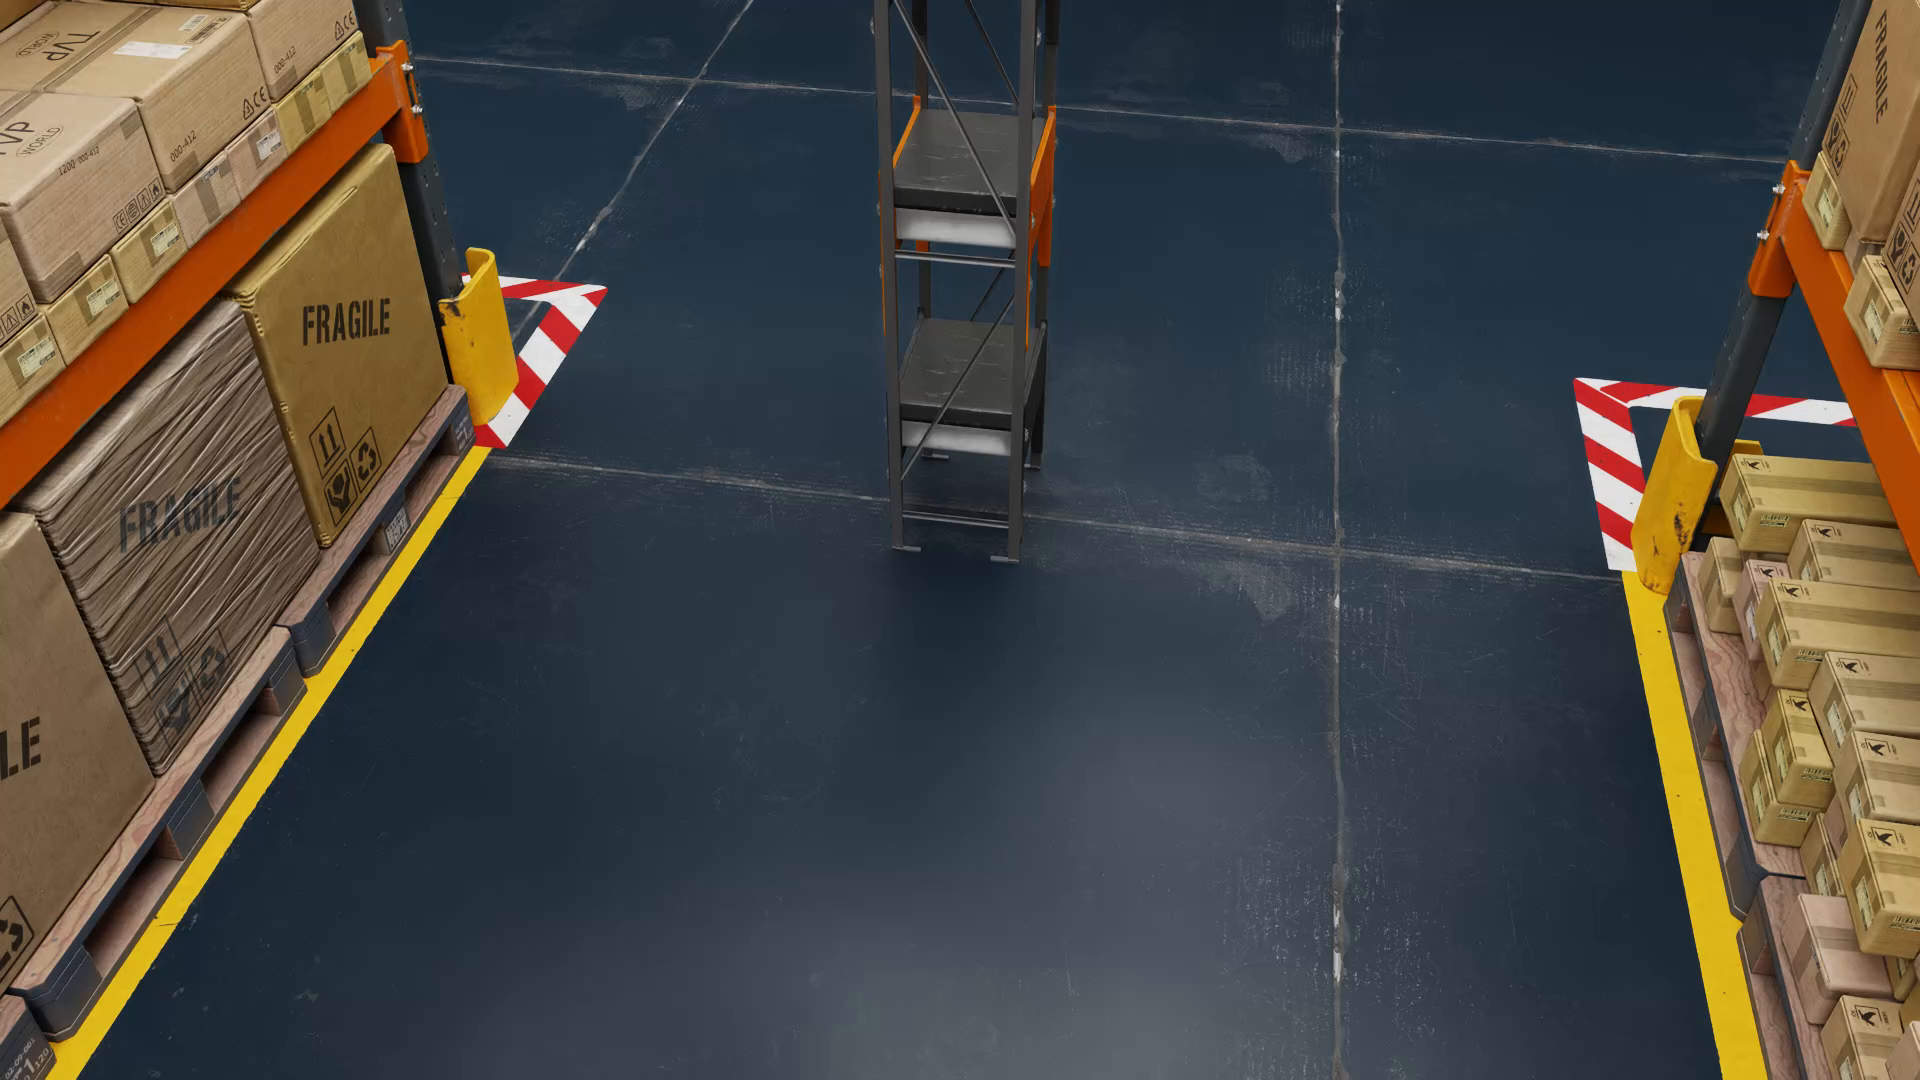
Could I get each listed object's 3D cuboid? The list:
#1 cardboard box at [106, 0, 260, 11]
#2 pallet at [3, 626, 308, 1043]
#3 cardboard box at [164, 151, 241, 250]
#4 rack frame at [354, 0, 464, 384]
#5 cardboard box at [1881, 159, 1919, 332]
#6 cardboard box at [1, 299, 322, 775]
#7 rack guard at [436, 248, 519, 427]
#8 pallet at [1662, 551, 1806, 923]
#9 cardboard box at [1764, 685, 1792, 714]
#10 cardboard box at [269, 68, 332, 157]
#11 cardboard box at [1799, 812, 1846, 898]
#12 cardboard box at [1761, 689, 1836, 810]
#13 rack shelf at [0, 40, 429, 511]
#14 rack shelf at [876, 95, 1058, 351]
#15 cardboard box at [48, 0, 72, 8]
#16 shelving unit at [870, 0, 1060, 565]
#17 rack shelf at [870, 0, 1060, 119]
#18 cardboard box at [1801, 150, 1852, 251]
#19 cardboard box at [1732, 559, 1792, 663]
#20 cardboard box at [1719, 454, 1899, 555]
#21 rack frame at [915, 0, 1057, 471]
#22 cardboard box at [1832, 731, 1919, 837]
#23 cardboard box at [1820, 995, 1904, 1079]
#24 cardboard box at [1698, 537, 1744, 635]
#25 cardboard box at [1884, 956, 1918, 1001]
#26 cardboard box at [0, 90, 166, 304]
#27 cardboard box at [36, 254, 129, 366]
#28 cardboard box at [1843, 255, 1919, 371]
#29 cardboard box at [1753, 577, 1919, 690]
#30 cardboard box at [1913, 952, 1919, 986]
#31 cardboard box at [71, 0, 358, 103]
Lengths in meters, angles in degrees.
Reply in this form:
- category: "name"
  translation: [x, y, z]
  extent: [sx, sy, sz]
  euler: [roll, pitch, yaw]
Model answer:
- category: "cardboard box"
  translation: [-1.999, -1.708, 4.257]
  extent: [0.500, 0.500, 0.500]
  euler: [7, 40, 8]
- category: "pallet"
  translation: [-2.448, 0.652, 4.296]
  extent: [1.003, 0.211, 1.213]
  euler: [6, 40, 8]
- category: "cardboard box"
  translation: [-2.043, -0.862, 4.136]
  extent: [0.380, 0.149, 0.250]
  euler: [7, 40, 8]
- category: "rack frame"
  translation: [-2.173, -1.697, 4.948]
  extent: [1.000, 3.000, 0.127]
  euler: [6, 40, 8]
- category: "cardboard box"
  translation: [2.277, -0.649, 3.370]
  extent: [0.500, 0.500, 0.500]
  euler: [6, 40, 8]
- category: "cardboard box"
  translation: [-2.363, -0.058, 4.304]
  extent: [0.875, 0.875, 0.875]
  euler: [6, 40, 8]
- category: "rack guard"
  translation: [-2.169, -0.748, 5.763]
  extent: [1.175, 0.500, 0.348]
  euler: [6, 40, 8]
- category: "pallet"
  translation: [2.506, 0.542, 4.429]
  extent: [1.003, 0.211, 1.213]
  euler: [6, 40, 8]
- category: "cardboard box"
  translation: [2.288, 0.474, 4.230]
  extent: [0.380, 0.149, 0.250]
  euler: [7, 40, 8]
- category: "cardboard box"
  translation: [-1.954, -1.177, 4.516]
  extent: [0.380, 0.149, 0.250]
  euler: [7, 40, 8]
- category: "cardboard box"
  translation: [2.185, 0.793, 3.845]
  extent: [0.380, 0.149, 0.250]
  euler: [6, 40, 8]
- category: "cardboard box"
  translation: [2.141, 0.515, 3.948]
  extent: [0.380, 0.149, 0.250]
  euler: [8, 40, 9]
- category: "rack shelf"
  translation: [-2.519, -0.164, 3.659]
  extent: [1.077, 0.370, 4.000]
  euler: [6, 40, 8]
- category: "rack shelf"
  translation: [0.029, -0.903, 4.715]
  extent: [0.431, 0.518, 0.480]
  euler: [6, 40, 8]
- category: "cardboard box"
  translation: [-2.522, -1.482, 4.573]
  extent: [0.500, 0.250, 0.500]
  euler: [5, 40, 6]
- category: "shelving unit"
  translation: [0.029, -0.913, 4.707]
  extent: [0.431, 2.100, 0.503]
  euler: [6, 40, 8]
- category: "rack shelf"
  translation: [0.029, -1.442, 4.269]
  extent: [0.431, 0.518, 0.480]
  euler: [6, 40, 8]
- category: "cardboard box"
  translation: [2.315, -0.822, 4.088]
  extent: [0.380, 0.149, 0.250]
  euler: [6, 40, 7]
- category: "cardboard box"
  translation: [2.248, 0.202, 4.326]
  extent: [0.380, 0.149, 0.250]
  euler: [6, 40, 7]
- category: "cardboard box"
  translation: [2.269, -0.087, 4.442]
  extent: [0.380, 0.149, 0.250]
  euler: [5, 40, 6]
- category: "rack frame"
  translation: [0.071, -1.066, 4.892]
  extent: [0.400, 2.100, 0.015]
  euler: [6, 40, 8]
- category: "cardboard box"
  translation: [2.151, 0.581, 3.634]
  extent: [0.380, 0.149, 0.250]
  euler: [8, 40, 9]
- category: "cardboard box"
  translation: [2.034, 1.116, 3.453]
  extent: [0.380, 0.149, 0.250]
  euler: [6, 40, 8]
- category: "cardboard box"
  translation: [2.288, 0.144, 4.629]
  extent: [0.380, 0.149, 0.250]
  euler: [7, 40, 9]
- category: "cardboard box"
  translation: [2.183, 0.866, 3.522]
  extent: [0.380, 0.149, 0.250]
  euler: [8, 40, 10]
- category: "cardboard box"
  translation: [-2.172, -0.782, 3.726]
  extent: [0.500, 0.250, 0.500]
  euler: [5, 40, 6]
- category: "cardboard box"
  translation: [-2.130, -0.536, 3.741]
  extent: [0.380, 0.149, 0.250]
  euler: [7, 40, 8]
- category: "cardboard box"
  translation: [2.213, -0.495, 3.692]
  extent: [0.380, 0.149, 0.250]
  euler: [5, 40, 6]
- category: "cardboard box"
  translation: [2.170, 0.243, 4.043]
  extent: [0.380, 0.149, 0.250]
  euler: [6, 40, 8]
- category: "cardboard box"
  translation: [2.112, 0.909, 3.237]
  extent: [0.380, 0.149, 0.250]
  euler: [6, 40, 8]
- category: "cardboard box"
  translation: [-1.996, -1.420, 4.498]
  extent: [0.500, 0.250, 0.500]
  euler: [6, 40, 7]
